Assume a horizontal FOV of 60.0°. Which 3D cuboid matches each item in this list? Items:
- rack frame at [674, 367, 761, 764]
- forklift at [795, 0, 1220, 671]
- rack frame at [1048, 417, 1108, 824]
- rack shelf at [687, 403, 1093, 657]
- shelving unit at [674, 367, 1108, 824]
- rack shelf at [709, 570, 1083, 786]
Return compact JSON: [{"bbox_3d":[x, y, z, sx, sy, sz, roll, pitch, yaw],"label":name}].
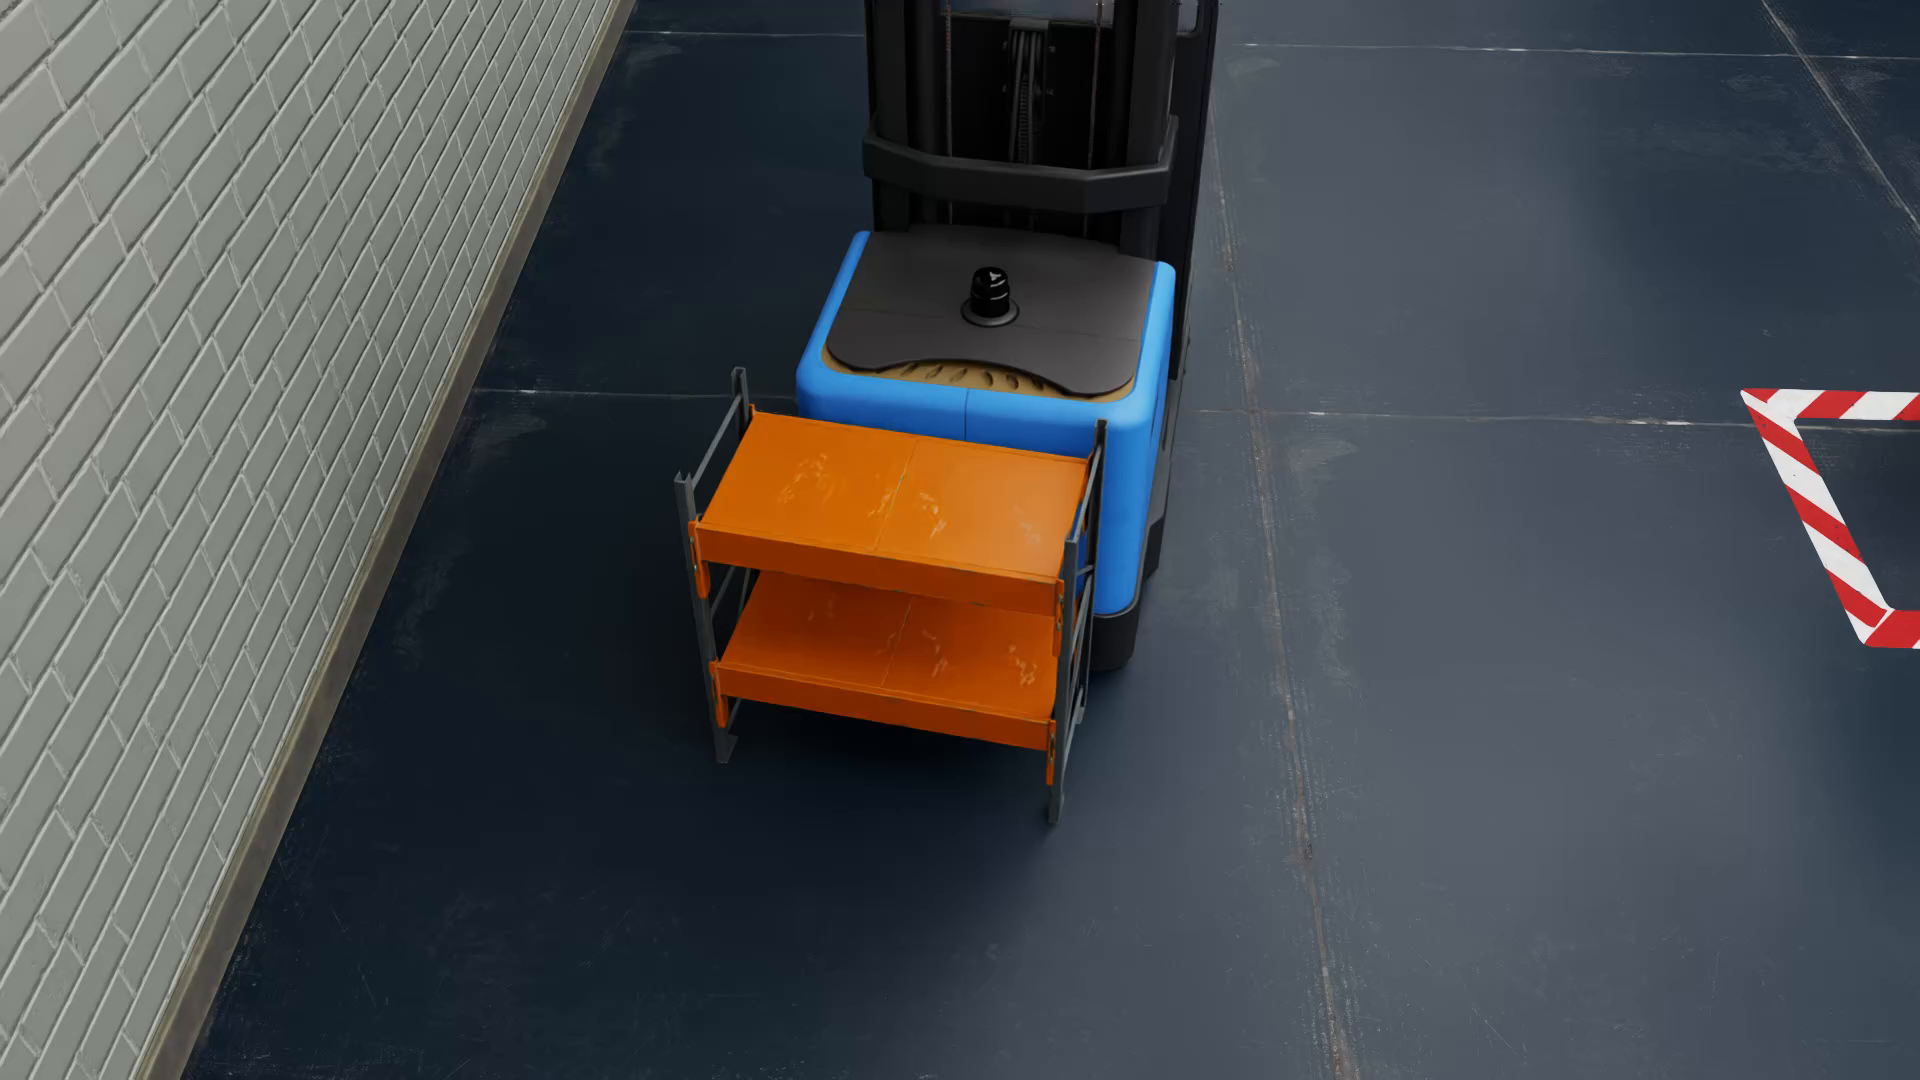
[{"bbox_3d":[-0.664,0.098,4.819,0.032,1.125,0.500,9,44,9],"label":"rack frame"},{"bbox_3d":[0.294,-1.678,5.401,1.130,2.935,3.031,7,43,8],"label":"forklift"},{"bbox_3d":[0.327,0.251,4.655,0.032,1.125,0.500,9,44,9],"label":"rack frame"},{"bbox_3d":[-0.168,-0.039,4.538,1.000,0.278,0.538,9,44,9],"label":"rack shelf"},{"bbox_3d":[-0.168,0.175,4.737,1.048,1.125,0.538,9,44,9],"label":"shelving unit"},{"bbox_3d":[-0.168,0.353,4.904,1.000,0.278,0.538,9,44,9],"label":"rack shelf"}]
